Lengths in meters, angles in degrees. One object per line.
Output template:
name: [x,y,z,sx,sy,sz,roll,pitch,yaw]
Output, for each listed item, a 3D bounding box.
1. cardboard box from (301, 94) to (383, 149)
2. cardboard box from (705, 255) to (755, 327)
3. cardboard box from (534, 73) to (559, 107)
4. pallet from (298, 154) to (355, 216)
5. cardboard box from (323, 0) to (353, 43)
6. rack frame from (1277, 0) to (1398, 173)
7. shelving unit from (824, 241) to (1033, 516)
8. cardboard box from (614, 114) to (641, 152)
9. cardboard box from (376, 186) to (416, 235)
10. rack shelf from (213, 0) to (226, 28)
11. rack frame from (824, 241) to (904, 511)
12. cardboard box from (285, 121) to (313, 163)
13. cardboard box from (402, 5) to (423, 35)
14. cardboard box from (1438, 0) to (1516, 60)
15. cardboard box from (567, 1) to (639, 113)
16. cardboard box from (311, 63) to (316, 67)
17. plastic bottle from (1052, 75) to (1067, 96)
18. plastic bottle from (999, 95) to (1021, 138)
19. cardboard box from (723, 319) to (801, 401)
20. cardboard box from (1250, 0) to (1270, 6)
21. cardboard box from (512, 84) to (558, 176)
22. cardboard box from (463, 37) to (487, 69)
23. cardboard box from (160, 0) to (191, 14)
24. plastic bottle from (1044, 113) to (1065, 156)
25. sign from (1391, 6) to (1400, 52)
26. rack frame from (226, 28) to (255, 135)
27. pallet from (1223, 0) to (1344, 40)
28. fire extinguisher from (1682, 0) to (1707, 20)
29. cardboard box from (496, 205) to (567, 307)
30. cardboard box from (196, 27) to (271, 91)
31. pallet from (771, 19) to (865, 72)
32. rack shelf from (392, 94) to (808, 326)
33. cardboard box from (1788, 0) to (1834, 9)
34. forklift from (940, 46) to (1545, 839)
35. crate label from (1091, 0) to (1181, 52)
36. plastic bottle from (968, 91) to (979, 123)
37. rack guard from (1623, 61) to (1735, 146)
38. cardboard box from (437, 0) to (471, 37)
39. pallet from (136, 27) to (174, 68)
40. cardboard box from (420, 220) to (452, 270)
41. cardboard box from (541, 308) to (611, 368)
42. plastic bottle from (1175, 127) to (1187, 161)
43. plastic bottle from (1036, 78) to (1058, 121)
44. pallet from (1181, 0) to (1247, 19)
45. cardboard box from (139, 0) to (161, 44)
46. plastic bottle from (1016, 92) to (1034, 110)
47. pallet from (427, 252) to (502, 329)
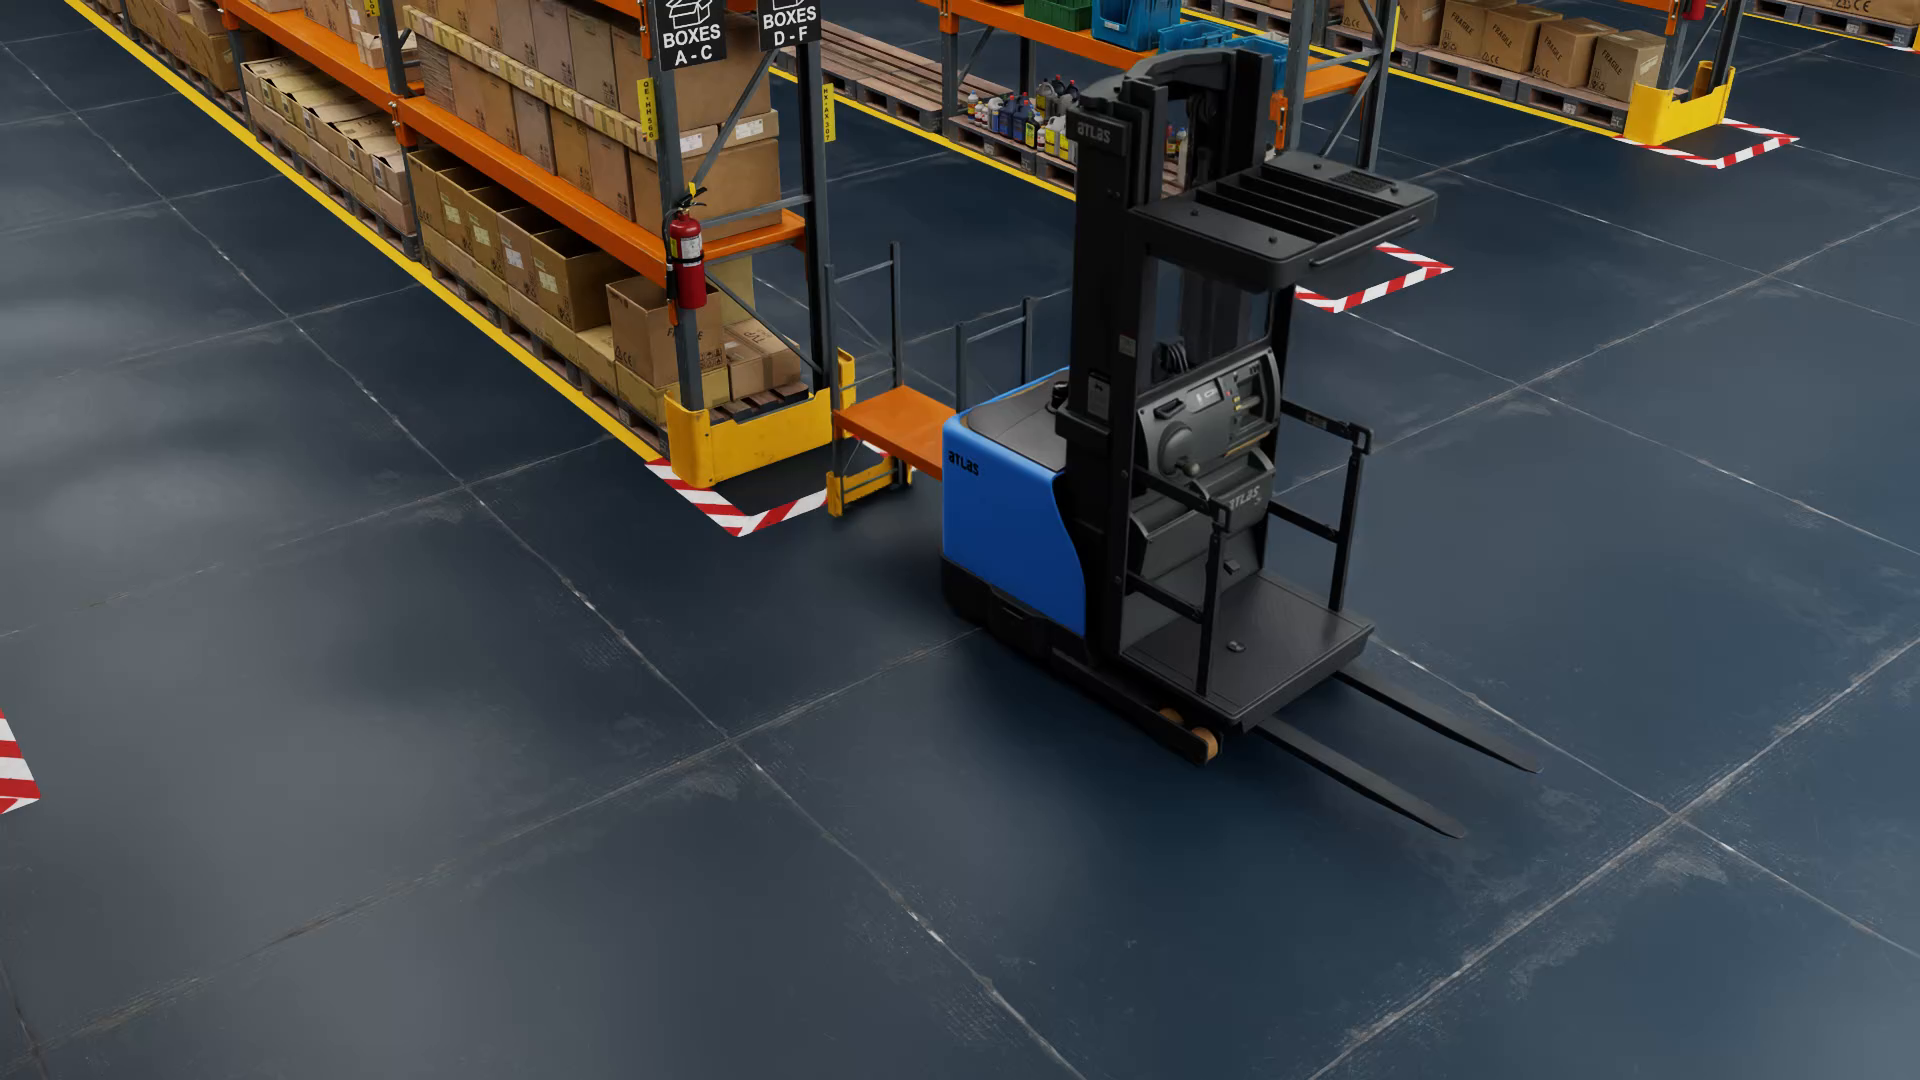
cardboard box: [-5.056,-3.457,13.649,0.500,0.311,0.500,-23,38,-32]
cardboard box: [-1.656,-1.663,10.582,0.500,0.500,0.500,-22,38,-31]
cardboard box: [-2.375,-2.786,10.182,0.380,0.149,0.250,-21,38,-30]
pallet: [-4.883,-3.117,14.068,1.003,0.211,1.213,-22,38,-31]
cardboard box: [-4.736,-4.294,13.226,0.500,0.500,0.500,-22,38,-31]
rack frame: [2.720,-3.432,11.933,1.000,3.000,0.127,-22,38,-31]
shelving unit: [-0.180,-0.696,8.949,0.587,1.500,1.083,-26,40,-35]
cardboard box: [-1.741,-2.355,9.489,0.380,0.149,0.250,-21,38,-30]
cardboard box: [-4.131,-2.587,12.781,0.500,0.250,0.500,-23,38,-32]
rack shelf: [-7.327,-5.693,16.255,1.077,0.370,4.000,-22,38,-31]
rack frame: [-0.521,-0.889,9.259,0.500,1.500,0.032,-26,40,-35]
cardboard box: [-5.379,-3.438,14.151,0.500,0.250,0.500,-23,39,-33]
cardboard box: [-3.636,-3.641,11.560,0.380,0.149,0.250,-22,38,-31]
cardboard box: [5.193,-5.169,16.700,0.500,0.500,0.500,-26,40,-35]
cardboard box: [-1.830,-2.863,9.692,0.700,0.500,0.500,-23,39,-33]
cardboard box: [-5.585,-4.275,14.966,0.500,0.311,0.500,-21,38,-30]
plastic bottle: [0.890,-3.985,14.917,0.144,0.351,0.185,-23,39,-33]
plastic bottle: [0.435,-3.690,14.442,0.144,0.351,0.185,-21,38,-30]
cardboard box: [-1.348,-1.137,10.445,0.500,0.250,0.500,-22,38,-31]
cardboard box: [3.543,-6.294,18.493,0.700,0.500,0.500,-23,38,-32]
cardboard box: [-2.422,-2.716,10.686,0.700,0.500,0.500,-21,38,-30]
cardboard box: [-3.009,-3.216,10.875,0.380,0.149,0.250,-24,39,-33]
cardboard box: [-7.528,-5.369,16.294,0.500,0.250,0.500,-23,39,-32]
plastic bottle: [0.811,-3.434,14.030,0.144,0.351,0.185,-23,38,-32]
sign: [3.157,-3.726,12.143,0.100,0.325,0.005,-22,38,-31]
rack frame: [-6.101,-5.165,14.723,1.000,3.000,0.127,-22,38,-31]
pallet: [3.701,-5.841,18.454,1.003,0.211,1.213,-22,38,-31]
fire extinguisher: [6.339,-4.805,14.216,0.296,0.674,0.183,-22,38,-31]
cardboard box: [-2.689,-1.908,10.976,0.500,0.500,0.500,-22,38,-31]
cardboard box: [-6.860,-4.604,15.772,0.500,0.500,0.500,-21,37,-30]
pallet: [-1.741,-5.246,17.496,1.003,0.211,1.213,-22,38,-31]
rack shelf: [-2.421,-2.359,10.887,1.077,0.370,4.000,-22,38,-31]
cardboard box: [9.603,-6.500,18.488,0.875,0.875,0.875,-23,39,-32]
forklift: [1.269,-0.529,7.324,1.130,2.935,3.031,-26,40,-35]
crate label: [1.378,-4.126,13.017,0.502,0.435,0.616,-22,38,-31]
plastic bottle: [0.116,-3.852,14.778,0.097,0.271,0.097,0,32,0]
rack guard: [6.586,-4.004,15.223,1.175,0.500,0.348,-22,38,-31]
cardboard box: [-3.060,-3.698,11.037,0.700,0.500,0.500,-22,38,-32]
pallet: [-8.025,-5.321,17.617,1.003,0.211,1.213,-22,38,-31]
cardboard box: [-3.603,-2.217,12.184,0.500,0.250,0.500,-22,38,-31]
cardboard box: [-2.381,-1.381,10.839,0.500,0.250,0.500,-22,38,-31]
plastic bottle: [1.855,-3.316,13.915,0.097,0.271,0.097,0,32,0]
plastic bottle: [0.776,-3.939,14.842,0.144,0.351,0.185,-22,38,-31]
pallet: [2.949,-6.350,19.273,1.003,0.211,1.213,-22,38,-31]
cardboard box: [-8.113,-5.458,17.147,0.500,0.500,0.500,-22,38,-31]
plastic bottle: [0.548,-3.736,14.517,0.144,0.351,0.185,-22,38,-31]
pallet: [-3.193,-1.968,12.219,1.003,0.211,1.213,-22,38,-31]
